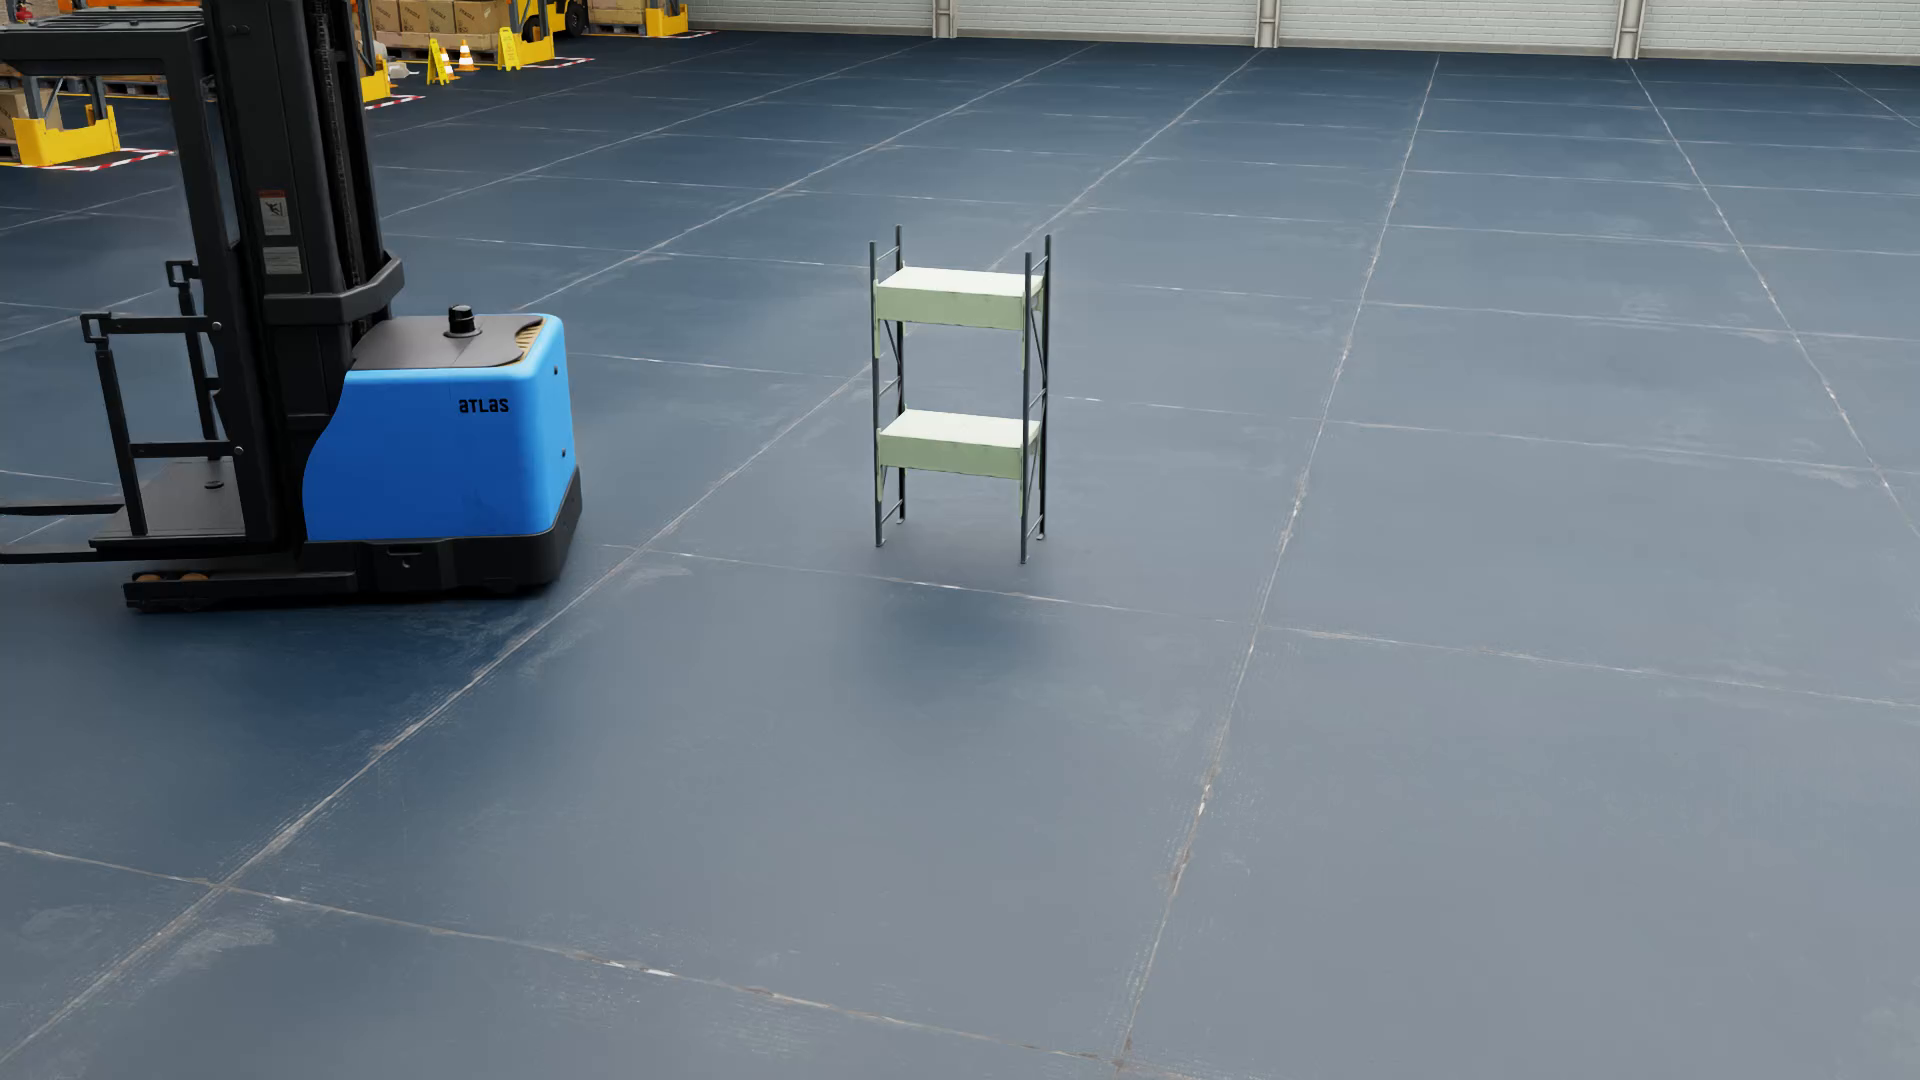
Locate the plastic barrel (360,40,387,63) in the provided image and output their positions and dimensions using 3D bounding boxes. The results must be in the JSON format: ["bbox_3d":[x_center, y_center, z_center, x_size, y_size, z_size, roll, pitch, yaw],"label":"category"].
[{"bbox_3d":[-9.465,-7.771,26.595,0.512,0.421,0.421,-14,26,-30],"label":"plastic barrel"}]

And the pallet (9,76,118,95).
[{"bbox_3d":[-12.973,-6.682,24.221,1.213,0.211,1.003,7,23,16],"label":"pallet"}]

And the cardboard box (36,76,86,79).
[{"bbox_3d":[-12.833,-7.104,23.986,0.750,0.750,1.050,6,23,15],"label":"cardboard box"}]

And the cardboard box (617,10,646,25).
[{"bbox_3d":[-6.161,-9.949,31.581,0.500,0.250,0.500,7,23,16],"label":"cardboard box"}]

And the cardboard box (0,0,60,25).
[{"bbox_3d":[-10.431,-5.940,18.213,0.500,0.500,0.875,7,23,16],"label":"cardboard box"}]

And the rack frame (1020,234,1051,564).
[{"bbox_3d":[0.357,-0.653,7.825,0.023,1.500,0.400,7,23,16],"label":"rack frame"}]

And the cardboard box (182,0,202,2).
[{"bbox_3d":[-10.303,-7.773,23.008,0.500,0.550,0.875,7,23,16],"label":"cardboard box"}]

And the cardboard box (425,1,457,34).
[{"bbox_3d":[-8.393,-8.604,27.315,0.500,0.500,0.500,7,23,17],"label":"cardboard box"}]

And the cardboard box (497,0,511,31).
[{"bbox_3d":[-7.765,-8.747,27.661,0.500,0.500,0.500,6,23,14],"label":"cardboard box"}]

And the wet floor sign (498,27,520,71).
[{"bbox_3d":[-7.177,-7.787,26.344,0.232,0.644,0.267,16,27,34],"label":"wet floor sign"}]

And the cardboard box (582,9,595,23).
[{"bbox_3d":[-7.110,-10.065,31.864,0.500,0.250,0.500,7,23,16],"label":"cardboard box"}]

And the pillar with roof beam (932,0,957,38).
[{"bbox_3d":[-1.525,-12.048,25.722,0.400,9.000,9.100,7,23,16],"label":"pillar with roof beam"}]

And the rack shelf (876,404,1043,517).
[{"bbox_3d":[0.006,-0.392,8.046,0.720,0.370,0.431,7,23,16],"label":"rack shelf"}]

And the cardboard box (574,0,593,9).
[{"bbox_3d":[-7.153,-10.291,31.756,0.500,0.250,0.500,6,23,14],"label":"cardboard box"}]

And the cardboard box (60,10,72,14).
[{"bbox_3d":[-15.346,-9.480,29.615,0.875,0.875,0.875,6,23,15],"label":"cardboard box"}]

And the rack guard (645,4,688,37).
[{"bbox_3d":[-5.597,-9.931,31.761,0.348,0.500,1.175,7,23,16],"label":"rack guard"}]

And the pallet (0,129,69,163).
[{"bbox_3d":[-10.753,-4.506,18.915,1.213,0.211,1.003,7,23,16],"label":"pallet"}]

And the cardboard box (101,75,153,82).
[{"bbox_3d":[-11.631,-7.032,23.646,0.875,0.875,0.875,7,23,16],"label":"cardboard box"}]

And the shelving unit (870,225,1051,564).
[{"bbox_3d":[0.006,-0.693,7.923,0.755,1.500,0.431,7,23,16],"label":"shelving unit"}]

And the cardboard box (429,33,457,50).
[{"bbox_3d":[-8.395,-8.259,27.461,0.500,0.250,0.500,7,23,16],"label":"cardboard box"}]

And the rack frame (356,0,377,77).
[{"bbox_3d":[-8.383,-7.477,22.484,0.127,3.000,1.000,7,23,16],"label":"rack frame"}]

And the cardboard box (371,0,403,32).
[{"bbox_3d":[-9.381,-8.719,27.595,0.500,0.500,0.500,8,24,18],"label":"cardboard box"}]

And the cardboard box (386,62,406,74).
[{"bbox_3d":[-8.888,-7.377,25.997,0.380,0.149,0.250,-20,29,-39],"label":"cardboard box"}]

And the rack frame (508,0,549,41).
[{"bbox_3d":[-7.050,-9.286,26.895,0.127,3.000,1.000,7,23,16],"label":"rack frame"}]

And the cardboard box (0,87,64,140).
[{"bbox_3d":[-10.505,-4.798,18.694,0.500,0.500,0.500,11,25,25],"label":"cardboard box"}]

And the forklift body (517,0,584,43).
[{"bbox_3d":[-7.962,-10.242,30.345,1.214,2.155,2.313,7,23,16],"label":"forklift body"}]

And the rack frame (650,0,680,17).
[{"bbox_3d":[-5.620,-11.090,31.293,0.127,3.000,1.000,7,23,16],"label":"rack frame"}]

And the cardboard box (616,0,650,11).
[{"bbox_3d":[-6.176,-10.183,31.493,0.500,0.250,0.500,6,23,15],"label":"cardboard box"}]

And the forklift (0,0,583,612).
[{"bbox_3d":[-3.384,-1.242,7.376,3.031,2.935,1.130,-2,22,-4],"label":"forklift"}]

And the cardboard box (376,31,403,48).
[{"bbox_3d":[-9.370,-8.372,27.737,0.500,0.250,0.500,6,23,15],"label":"cardboard box"}]

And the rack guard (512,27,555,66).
[{"bbox_3d":[-7.123,-8.138,27.390,0.348,0.500,1.175,7,23,16],"label":"rack guard"}]

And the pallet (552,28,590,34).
[{"bbox_3d":[-7.528,-10.003,32.317,1.213,0.211,1.003,7,23,15],"label":"pallet"}]

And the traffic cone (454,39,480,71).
[{"bbox_3d":[-7.834,-7.691,26.349,0.334,0.463,0.336,7,23,16],"label":"traffic cone"}]

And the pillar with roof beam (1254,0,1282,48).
[{"bbox_3d":[4.219,-11.390,24.119,0.400,9.000,9.100,7,23,16],"label":"pillar with roof beam"}]

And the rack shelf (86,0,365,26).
[{"bbox_3d":[-10.298,-7.363,23.155,4.000,0.370,1.077,7,23,16],"label":"rack shelf"}]

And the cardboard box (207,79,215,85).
[{"bbox_3d":[-9.894,-6.834,23.163,0.875,0.875,0.875,6,23,15],"label":"cardboard box"}]

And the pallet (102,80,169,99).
[{"bbox_3d":[-11.507,-6.513,23.809,1.213,0.211,1.003,7,23,15],"label":"pallet"}]

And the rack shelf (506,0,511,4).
[{"bbox_3d":[-8.965,-9.173,27.566,4.000,0.370,1.077,7,23,16],"label":"rack shelf"}]

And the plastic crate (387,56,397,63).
[{"bbox_3d":[-9.613,-7.904,27.372,0.583,0.080,0.402,-1,22,-3],"label":"plastic crate"}]

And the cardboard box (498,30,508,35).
[{"bbox_3d":[-7.742,-8.397,27.798,0.500,0.250,0.500,6,23,15],"label":"cardboard box"}]

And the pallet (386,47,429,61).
[{"bbox_3d":[-9.054,-8.241,28.021,1.213,0.211,1.003,7,23,16],"label":"pallet"}]
